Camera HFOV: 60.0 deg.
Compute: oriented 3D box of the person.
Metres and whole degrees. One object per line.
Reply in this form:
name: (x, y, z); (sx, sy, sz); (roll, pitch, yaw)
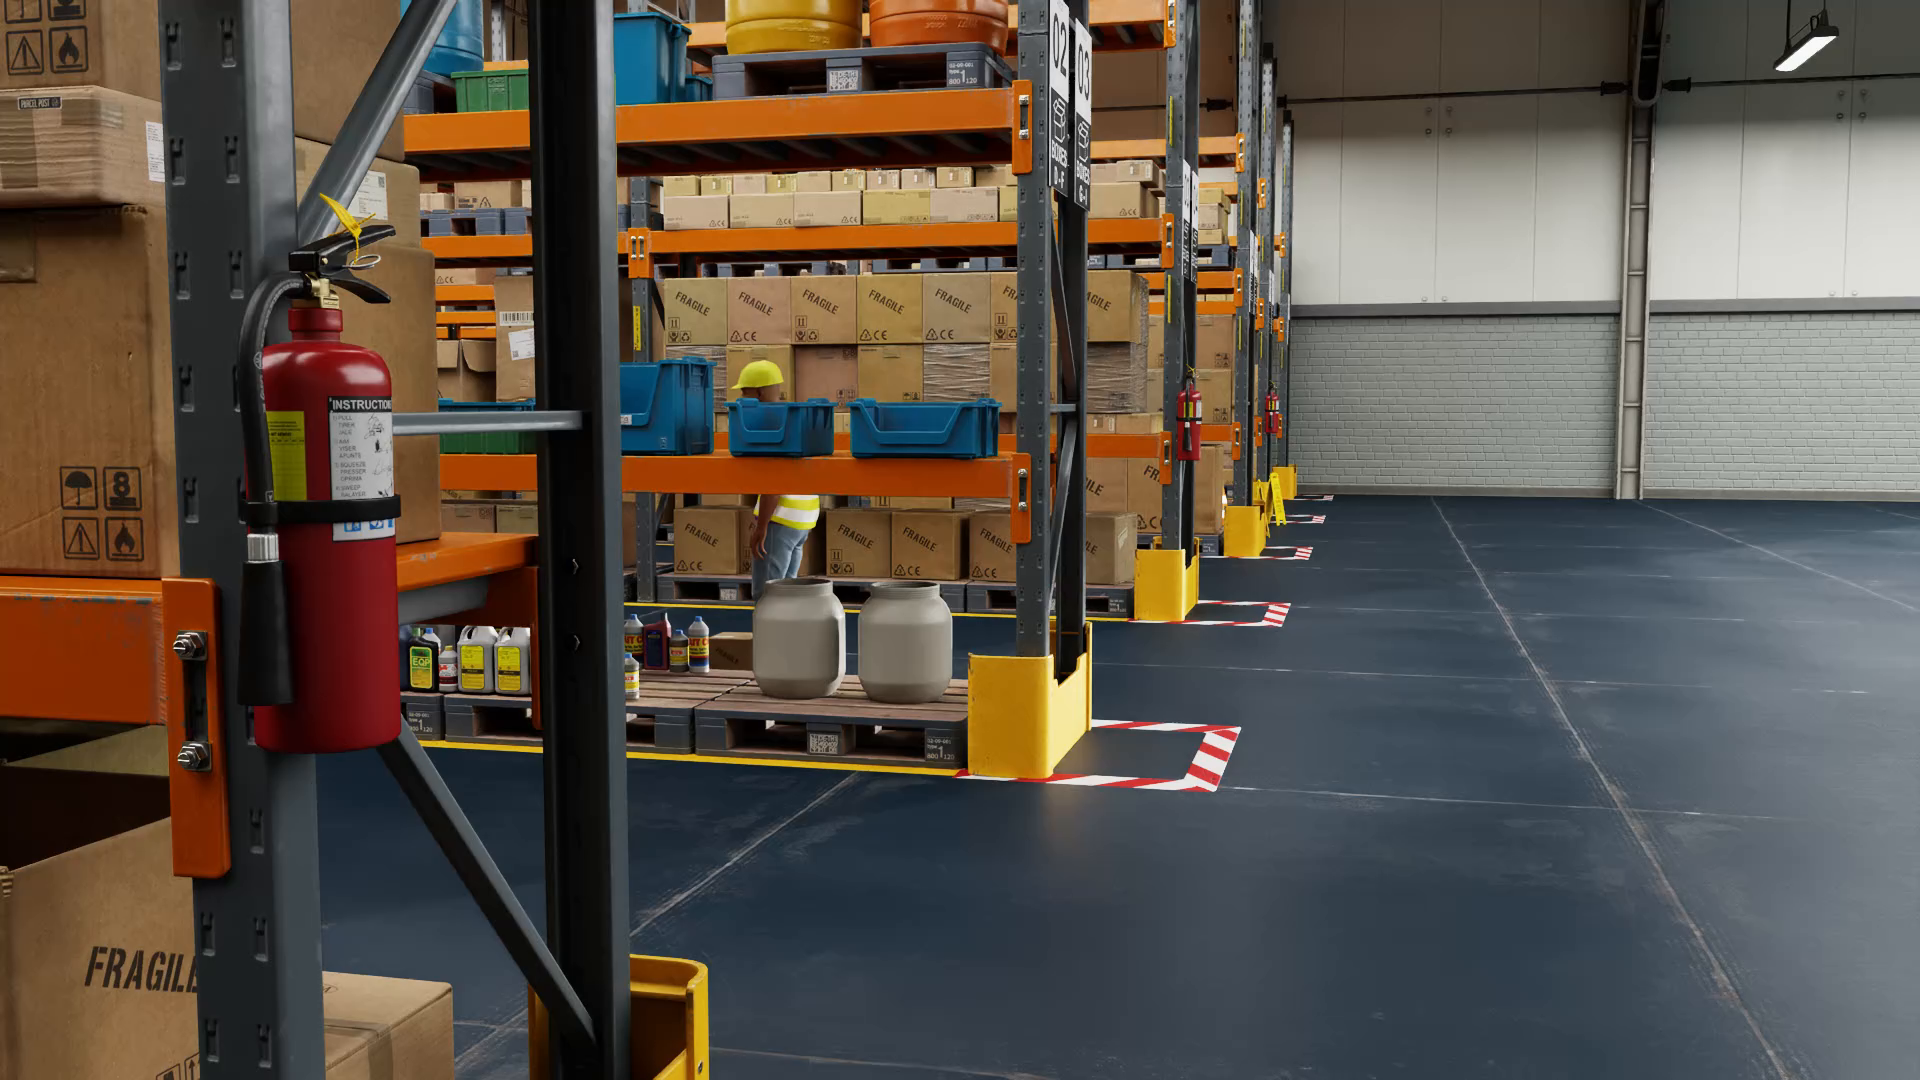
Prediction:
person: (-1.009, -0.095, 9.065); (0.461, 1.759, 0.629); (1, 5, 10)
